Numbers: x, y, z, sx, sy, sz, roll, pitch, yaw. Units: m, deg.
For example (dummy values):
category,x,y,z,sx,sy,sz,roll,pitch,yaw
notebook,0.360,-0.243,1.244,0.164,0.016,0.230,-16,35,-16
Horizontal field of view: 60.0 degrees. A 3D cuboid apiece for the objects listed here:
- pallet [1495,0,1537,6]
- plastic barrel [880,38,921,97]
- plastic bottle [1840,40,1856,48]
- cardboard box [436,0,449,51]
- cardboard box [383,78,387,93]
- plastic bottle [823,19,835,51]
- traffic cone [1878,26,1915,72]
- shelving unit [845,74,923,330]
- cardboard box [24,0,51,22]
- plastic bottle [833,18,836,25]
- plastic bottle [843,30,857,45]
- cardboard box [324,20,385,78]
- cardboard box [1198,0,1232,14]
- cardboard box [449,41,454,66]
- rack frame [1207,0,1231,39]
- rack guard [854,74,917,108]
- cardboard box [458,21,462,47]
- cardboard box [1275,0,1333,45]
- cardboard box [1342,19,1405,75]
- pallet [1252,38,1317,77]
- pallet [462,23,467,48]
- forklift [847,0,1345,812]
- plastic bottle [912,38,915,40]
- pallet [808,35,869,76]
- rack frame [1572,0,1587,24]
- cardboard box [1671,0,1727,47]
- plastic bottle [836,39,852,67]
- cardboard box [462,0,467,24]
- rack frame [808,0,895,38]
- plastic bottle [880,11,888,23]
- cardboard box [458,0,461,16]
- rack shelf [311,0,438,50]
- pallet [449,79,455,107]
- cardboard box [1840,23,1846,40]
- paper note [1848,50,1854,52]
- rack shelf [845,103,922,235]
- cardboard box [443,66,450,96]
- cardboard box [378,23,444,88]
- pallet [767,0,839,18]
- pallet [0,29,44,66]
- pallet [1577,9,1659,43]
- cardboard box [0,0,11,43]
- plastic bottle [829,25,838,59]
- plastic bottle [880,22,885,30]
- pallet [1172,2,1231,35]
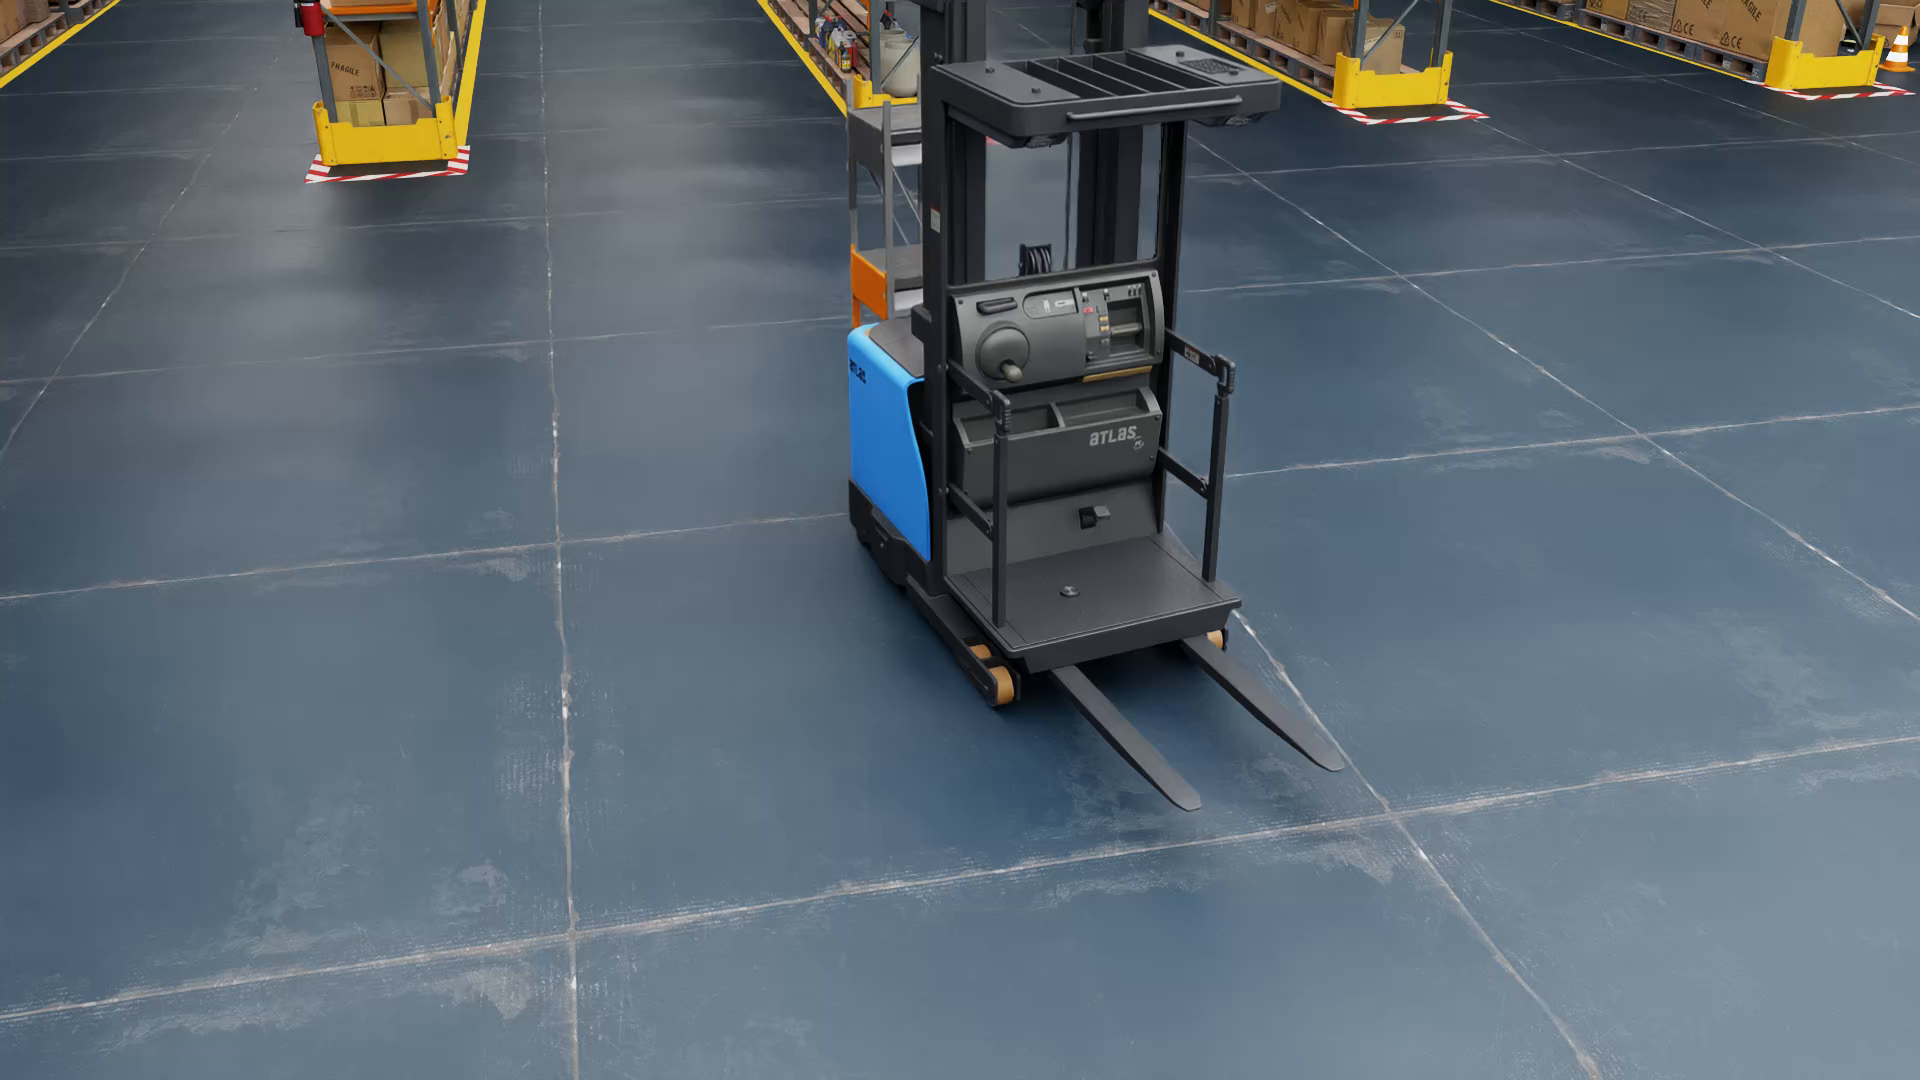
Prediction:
category,x,y,z,sx,sy,sz,roll,pitch,yaw
pallet,7.892,-7.676,23.223,1.003,0.211,1.213,-6,27,-12
plastic barrel,-0.584,-4.693,16.513,0.421,0.512,0.421,0,27,0
plastic bottle,10.720,-5.979,20.029,0.133,0.061,0.283,-16,31,-29
cardboard box,-5.554,-5.263,17.101,0.500,0.500,0.500,-6,27,-12
cardboard box,-5.721,-4.217,15.861,0.500,0.250,0.500,-6,27,-12
plastic bottle,-1.443,-5.625,18.517,0.144,0.351,0.185,-7,28,-14
traffic cone,10.583,-5.542,18.716,0.336,0.463,0.334,-6,27,-12
shelving unit,-0.263,-1.190,8.277,0.431,2.100,0.503,-11,29,-21
cardboard box,-11.603,-6.610,20.304,0.700,0.500,0.500,-6,27,-11
plastic bottle,-1.415,-5.762,18.863,0.061,0.283,0.133,-6,27,-12
plastic bottle,-1.208,-5.431,18.216,0.152,0.276,0.135,-6,27,-12
cardboard box,-5.839,-4.771,16.126,0.500,0.500,0.500,-6,27,-12
cardboard box,3.445,-6.946,20.968,0.700,0.500,0.500,-8,28,-16
cardboard box,-5.669,-5.147,17.705,0.500,0.250,0.500,-6,27,-12
rack frame,3.563,-7.594,19.966,1.000,3.000,0.127,-6,27,-12
rack guard,-0.424,-4.247,16.110,1.175,0.500,0.348,-6,27,-12
cardboard box,-5.939,-5.751,18.902,0.500,0.250,0.500,-7,28,-13
cardboard box,3.967,-5.970,19.058,0.500,0.500,0.500,-8,28,-16
cardboard box,4.340,-5.185,17.502,0.500,0.500,0.500,-1,27,-2
pallet,4.027,-5.521,18.954,1.003,0.211,1.213,-6,27,-12
pallet,-6.572,-6.201,20.300,1.003,0.211,1.213,-6,27,-12
forklift,0.504,-0.840,6.661,1.130,2.935,3.031,-11,29,-21
plastic bottle,-0.500,-5.247,17.843,0.061,0.283,0.133,-5,27,-11
pallet,-1.152,-5.547,19.005,1.003,0.211,1.213,-6,27,-12
rack frame,8.418,-8.053,20.876,1.000,3.000,0.127,-6,27,-12
cardboard box,8.902,-6.213,19.122,0.875,0.875,0.875,-6,27,-12
plastic bottle,-1.232,-5.190,17.739,0.152,0.276,0.135,-6,27,-11
cardboard box,-6.286,-6.427,20.239,0.500,0.250,0.500,-5,27,-11
rack frame,-1.263,-7.091,18.969,1.000,3.000,0.127,-6,27,-12
plastic bottle,-0.837,-5.851,18.965,0.144,0.351,0.185,-7,28,-13
cardboard box,-6.048,-6.227,19.221,0.500,0.311,0.500,-6,27,-12
rack shelf,-5.639,-5.390,16.399,1.077,0.370,4.000,-6,27,-12
pallet,-5.673,-4.454,16.841,1.003,0.211,1.213,-6,27,-12
cardboard box,10.600,-6.265,20.367,0.396,0.266,0.258,-1,27,-3
paper note,10.629,-5.813,19.735,0.144,0.017,0.142,3,27,6
rack shelf,-0.263,-1.803,7.968,0.431,0.518,0.480,-11,29,-21
cardboard box,-5.321,-4.490,16.402,0.500,0.250,0.500,-6,27,-12
cardboard box,-5.207,-4.605,15.799,0.500,0.500,0.500,-6,27,-12
pallet,-2.027,-7.258,22.395,1.003,0.211,1.213,-6,27,-12
pallet,-11.370,-5.718,19.345,1.003,0.211,1.213,-6,27,-12
pallet,8.513,-6.466,20.827,1.003,0.211,1.213,-6,27,-12
cardboard box,-11.338,-5.936,18.968,0.700,0.500,0.500,-6,27,-11
plastic bottle,-1.347,-5.439,18.148,0.144,0.351,0.185,-6,27,-12
plastic bottle,-0.932,-5.707,18.763,0.152,0.276,0.135,-6,27,-12
pallet,3.386,-6.690,21.271,1.003,0.211,1.213,-6,27,-12
